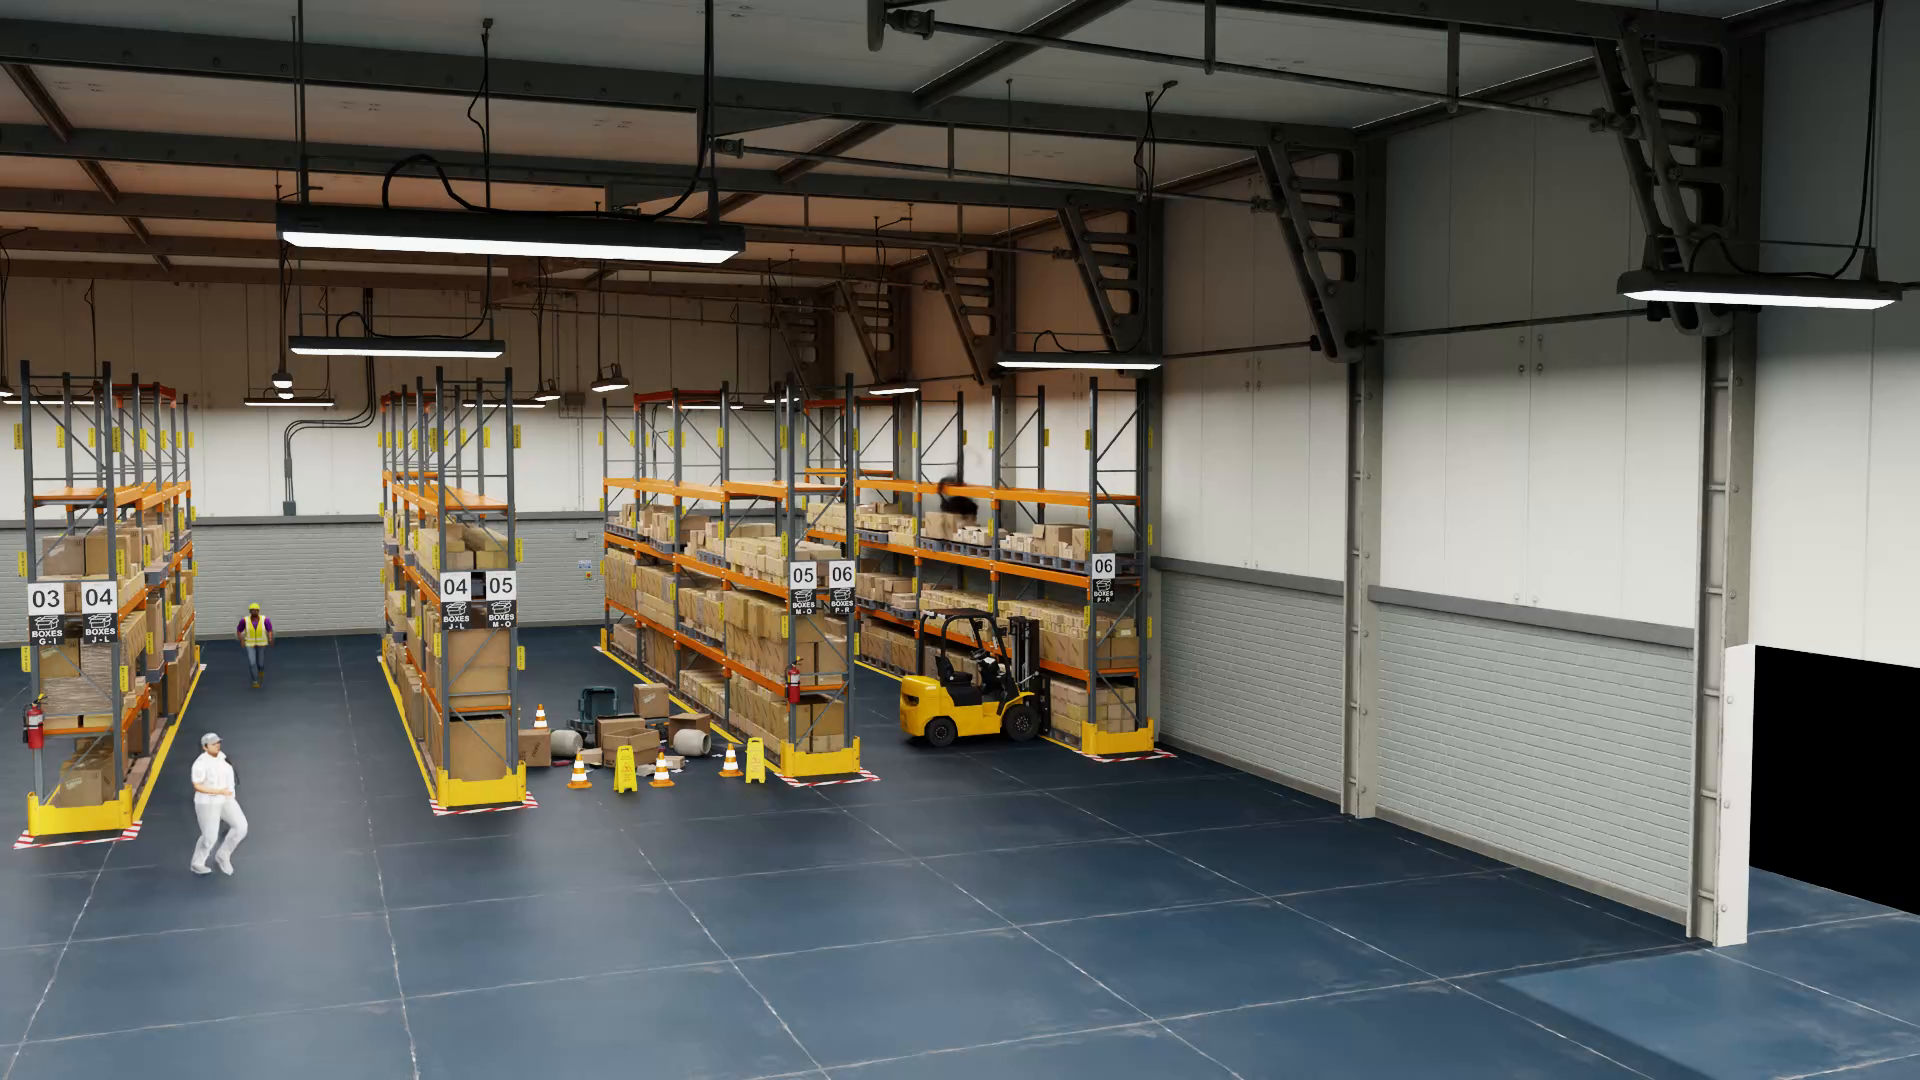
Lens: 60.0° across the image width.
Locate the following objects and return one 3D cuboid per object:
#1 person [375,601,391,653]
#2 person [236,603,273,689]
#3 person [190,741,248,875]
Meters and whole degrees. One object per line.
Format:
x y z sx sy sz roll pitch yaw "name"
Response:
-13.399 1.859 38.952 0.718 1.639 0.712 -1 3 -10 "person"
-14.291 2.125 33.708 0.684 1.719 0.669 -2 4 -25 "person"
-8.554 3.054 19.120 0.648 1.633 0.610 1 4 21 "person"
